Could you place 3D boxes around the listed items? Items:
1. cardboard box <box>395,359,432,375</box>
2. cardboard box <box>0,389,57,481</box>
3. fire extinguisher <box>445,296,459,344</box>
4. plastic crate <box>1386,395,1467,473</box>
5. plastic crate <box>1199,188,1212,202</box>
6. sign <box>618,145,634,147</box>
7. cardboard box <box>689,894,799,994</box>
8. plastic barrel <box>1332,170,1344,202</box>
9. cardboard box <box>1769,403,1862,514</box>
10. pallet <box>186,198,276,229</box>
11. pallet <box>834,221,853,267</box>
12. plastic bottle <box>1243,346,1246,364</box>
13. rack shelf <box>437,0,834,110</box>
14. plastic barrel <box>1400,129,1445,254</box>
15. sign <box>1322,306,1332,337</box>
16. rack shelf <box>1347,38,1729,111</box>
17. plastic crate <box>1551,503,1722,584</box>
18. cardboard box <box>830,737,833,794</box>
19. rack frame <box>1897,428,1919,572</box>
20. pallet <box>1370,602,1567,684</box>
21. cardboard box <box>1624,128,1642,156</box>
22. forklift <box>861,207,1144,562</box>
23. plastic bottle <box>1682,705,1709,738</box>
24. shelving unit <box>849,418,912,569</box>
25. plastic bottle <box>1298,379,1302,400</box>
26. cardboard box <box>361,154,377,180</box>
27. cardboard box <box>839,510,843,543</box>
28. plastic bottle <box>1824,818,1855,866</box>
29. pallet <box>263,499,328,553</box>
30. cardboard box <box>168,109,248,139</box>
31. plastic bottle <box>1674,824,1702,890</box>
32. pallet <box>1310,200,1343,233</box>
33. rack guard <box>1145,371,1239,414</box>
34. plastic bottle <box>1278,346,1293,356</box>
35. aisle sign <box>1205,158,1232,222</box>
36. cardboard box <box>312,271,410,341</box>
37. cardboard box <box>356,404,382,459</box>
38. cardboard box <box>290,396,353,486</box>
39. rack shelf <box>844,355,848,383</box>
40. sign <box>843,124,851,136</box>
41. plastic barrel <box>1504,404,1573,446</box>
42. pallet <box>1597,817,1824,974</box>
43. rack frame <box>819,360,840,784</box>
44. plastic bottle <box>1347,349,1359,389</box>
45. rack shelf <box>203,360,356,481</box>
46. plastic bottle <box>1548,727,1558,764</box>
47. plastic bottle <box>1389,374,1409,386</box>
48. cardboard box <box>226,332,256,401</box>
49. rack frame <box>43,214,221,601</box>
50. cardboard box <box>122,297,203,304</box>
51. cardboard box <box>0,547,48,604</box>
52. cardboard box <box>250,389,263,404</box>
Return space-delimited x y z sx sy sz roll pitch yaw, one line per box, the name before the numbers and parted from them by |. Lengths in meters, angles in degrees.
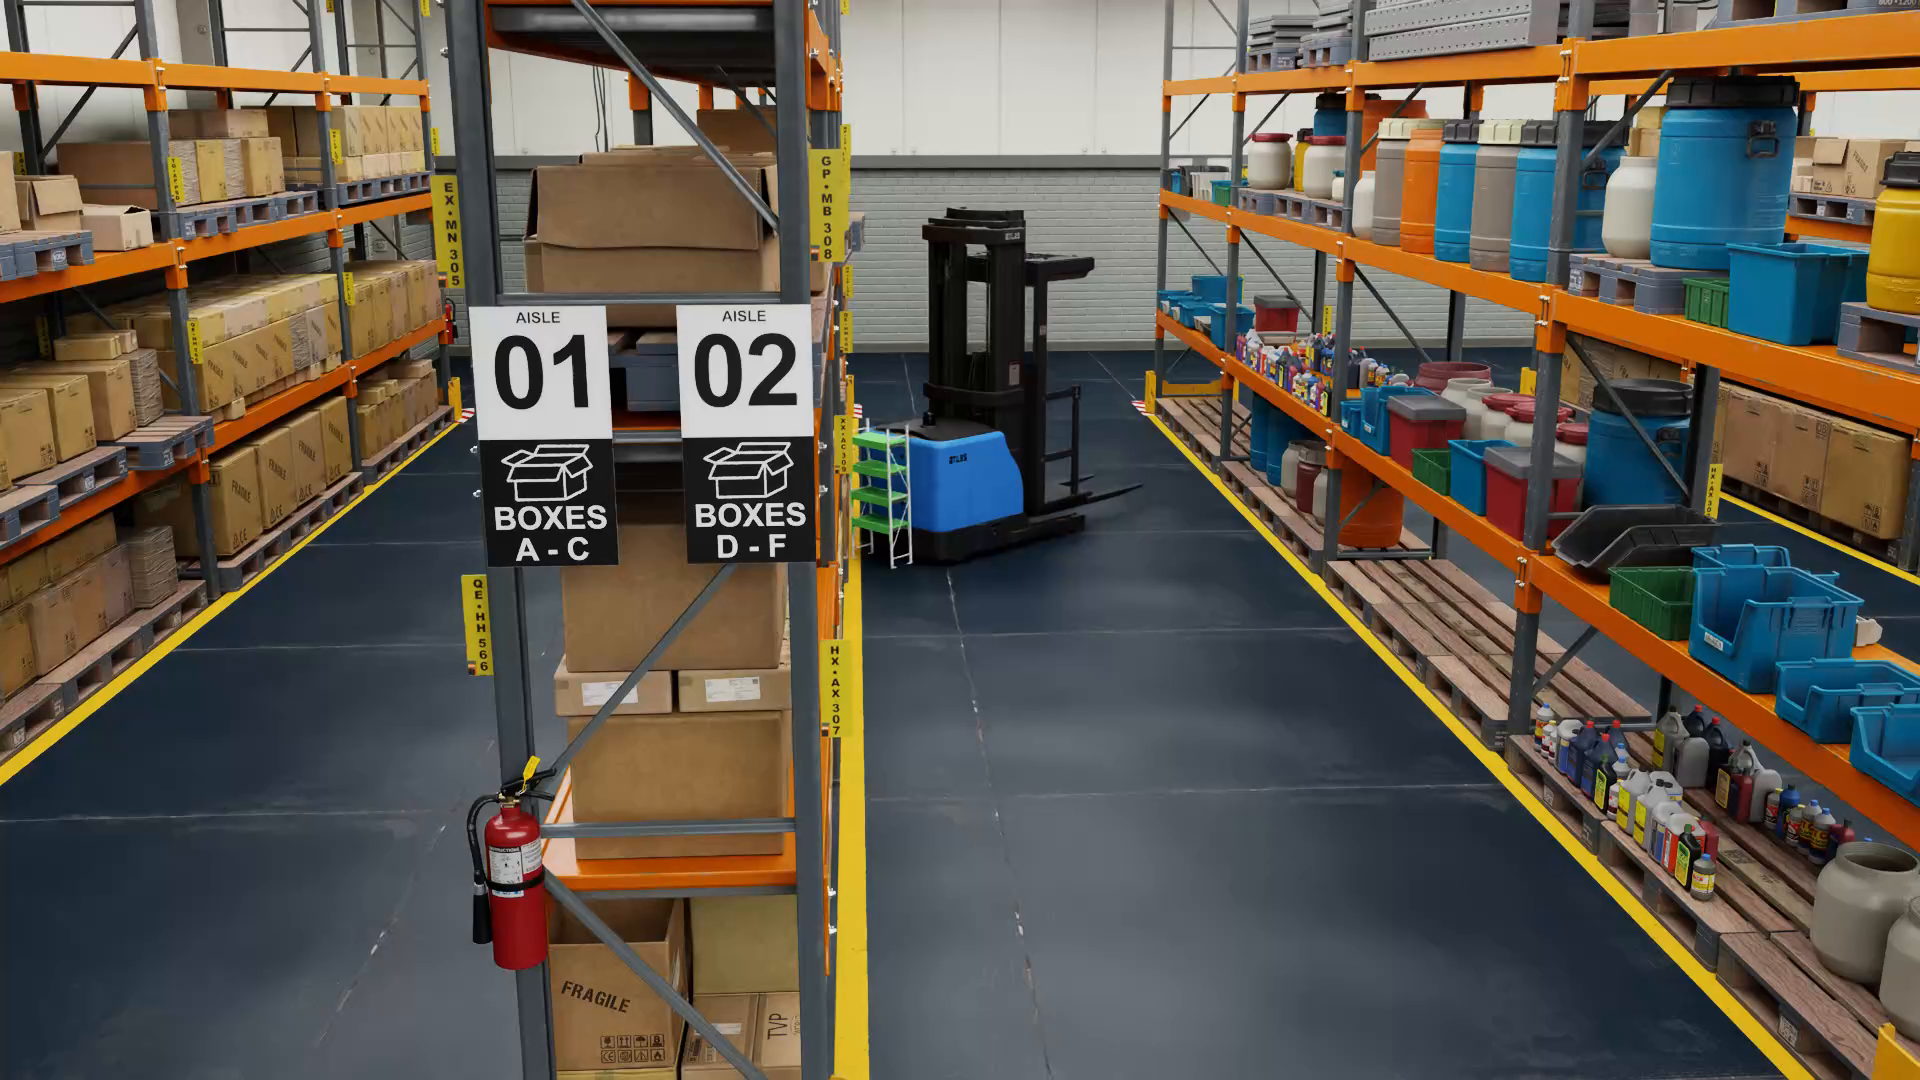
cardboard box | -6.549 -2.071 19.926 0.380 0.149 0.250 -1 14 -4
cardboard box | -6.236 -0.672 10.534 0.700 0.500 0.500 1 14 4
fire extinguisher | -6.431 -2.792 20.761 0.296 0.674 0.183 -1 14 -3
plastic crate | 3.296 -0.753 11.805 0.402 0.464 0.583 -1 14 -3
plastic crate | 2.795 -3.759 18.125 0.293 0.136 0.466 -1 14 -3
sign | -1.736 -1.903 8.714 0.100 0.325 0.005 -1 14 -3
cardboard box | -0.791 1.440 6.579 0.500 0.500 0.500 -1 14 -3
plastic barrel | 3.289 -2.982 14.012 0.301 0.262 0.301 0 14 0
cardboard box | 8.375 -0.773 15.433 1.225 0.875 0.875 -1 14 -3
pallet | -6.552 -2.774 14.149 1.003 0.211 1.213 0 14 -1
pallet | -1.239 -1.969 11.018 1.003 0.211 1.213 0 14 -1
plastic bottle | 2.884 -1.868 16.665 0.097 0.201 0.097 0 14 0
rack shelf | -1.071 -1.924 6.692 1.077 0.370 4.000 -1 14 -3
plastic barrel | 3.376 -2.419 11.527 0.600 0.830 0.708 -1 14 -3
sign | 3.803 -2.266 17.256 0.100 0.325 0.005 -1 14 -3
rack shelf | 3.625 -2.995 10.852 1.077 0.370 4.000 -1 14 -3
plastic crate | 3.655 0.028 9.021 0.767 0.338 0.504 -1 14 -3
cardboard box | -0.948 1.182 9.088 0.500 0.250 0.500 -1 14 -3
rack frame | 8.445 -1.205 13.690 1.000 3.000 0.127 -1 14 -3
pallet | 3.583 0.718 11.813 1.003 0.211 1.213 -1 14 -3
cardboard box | 8.030 -4.549 19.425 0.700 0.500 0.500 -2 15 -7
forklift | 0.508 -1.532 15.098 1.130 2.935 3.031 13 20 42
plastic bottle | 4.077 1.092 9.197 0.144 0.351 0.185 -1 14 -5
shelving unit | -0.684 -0.401 14.158 0.503 1.200 0.258 14 22 43
plastic bottle | 3.017 -1.334 14.590 0.097 0.201 0.097 0 14 0
cardboard box | -6.431 -3.905 17.422 0.500 0.250 0.500 -1 14 -5
cardboard box | -1.164 -0.070 12.829 0.500 0.311 0.500 -1 14 -2
plastic bottle | 4.200 1.451 7.935 0.061 0.283 0.133 -1 14 -3
pallet | -6.433 -0.125 15.089 1.003 0.211 1.213 -1 14 -3
cardboard box | -6.662 -3.690 14.740 0.500 0.250 0.500 -1 14 -5
plastic bottle | 3.420 1.485 7.805 0.061 0.283 0.133 -1 14 -2
pallet | 3.552 -2.682 13.788 1.003 0.211 1.213 -1 14 -3
rack guard | 2.991 -1.913 21.460 1.175 0.500 0.348 -1 14 -3
plastic bottle | 3.111 -1.714 15.919 0.152 0.276 0.135 -1 14 -3
aisle sign | 3.294 -4.400 20.889 0.394 0.787 0.004 -1 14 -3
cardboard box | -6.746 -2.613 18.562 0.980 0.700 0.700 -2 15 -6
cardboard box | -6.578 -1.151 17.653 0.700 0.500 0.500 -1 14 -3
cardboard box | -6.464 -0.973 16.260 0.750 0.750 0.750 -1 14 -3
rack shelf | -1.814 -2.197 18.989 1.077 0.370 4.000 -1 14 -3
sign | -1.383 -4.928 20.362 0.100 0.325 0.005 -1 14 -3
plastic barrel | 3.863 -0.623 11.157 0.433 0.535 0.433 0 14 0
pallet | 3.828 1.688 8.041 1.003 0.211 1.213 -1 14 -3
rack frame | -1.195 -0.058 9.233 1.000 3.000 0.127 -1 14 -3
plastic bottle | 3.562 -1.566 15.193 0.144 0.351 0.185 -1 14 -3
rack shelf | -6.511 -1.125 14.822 1.077 0.370 4.000 -1 14 -3
plastic bottle | 3.344 1.145 9.290 0.097 0.201 0.097 0 14 0
plastic bottle | 3.769 -1.296 14.294 0.152 0.276 0.135 -1 14 -3
cardboard box | -6.184 -1.433 13.738 0.500 0.500 0.500 0 14 -2
rack frame | -6.387 -0.976 12.799 1.000 3.000 0.127 -1 14 -3
cardboard box | -6.731 -1.906 14.073 0.500 0.250 0.500 -1 14 -5
cardboard box | -6.268 0.232 10.734 0.500 0.250 0.500 -1 14 -5
cardboard box | -6.283 -1.269 14.402 0.380 0.149 0.250 -1 14 -3
